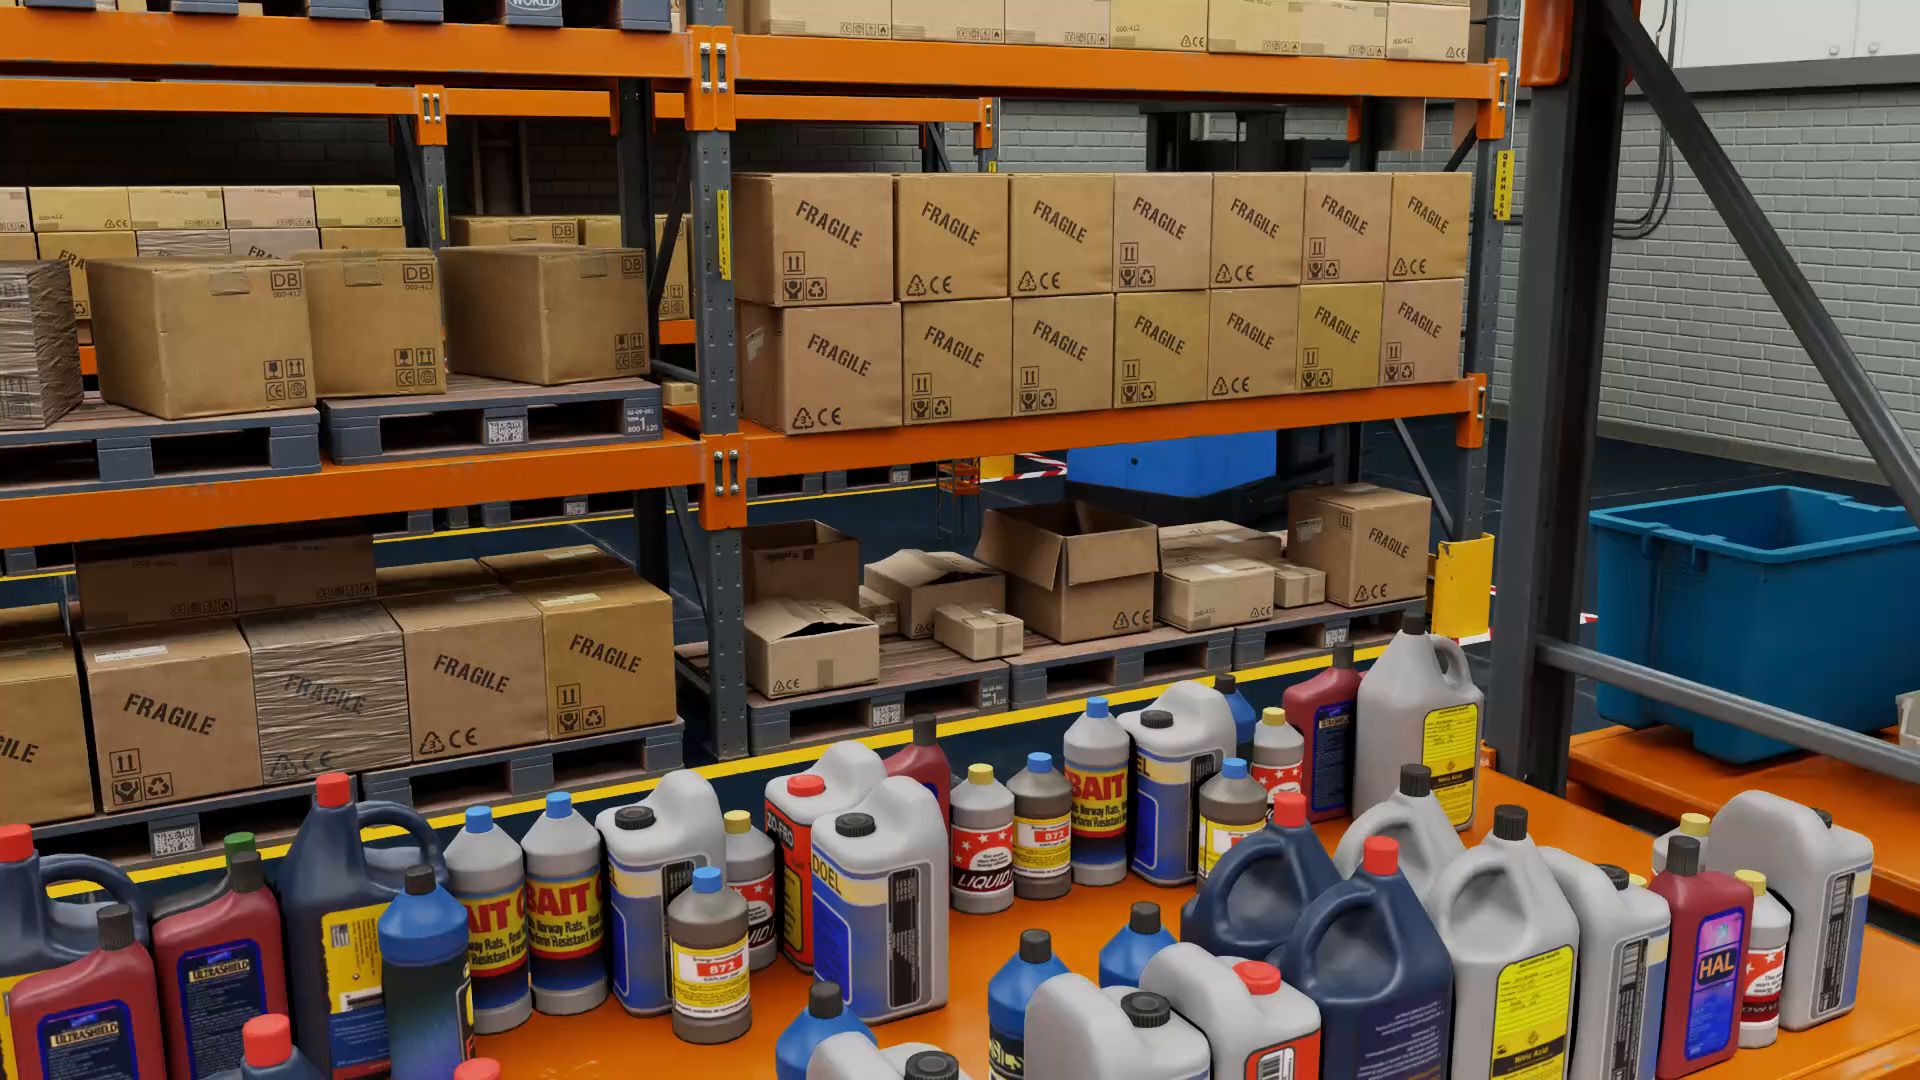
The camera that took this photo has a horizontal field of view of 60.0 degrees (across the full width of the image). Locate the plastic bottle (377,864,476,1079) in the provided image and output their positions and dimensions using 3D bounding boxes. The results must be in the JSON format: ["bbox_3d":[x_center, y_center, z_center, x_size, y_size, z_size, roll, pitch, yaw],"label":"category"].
[{"bbox_3d":[-0.597,0.496,1.865,0.097,0.271,0.097,0,13,0],"label":"plastic bottle"}]

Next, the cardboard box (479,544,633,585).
[{"bbox_3d":[-1.686,0.335,6.979,0.500,0.500,0.500,-8,15,-30],"label":"cardboard box"}]

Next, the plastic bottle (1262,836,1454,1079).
[{"bbox_3d":[0.413,0.485,1.736,0.185,0.351,0.144,-7,14,-28],"label":"plastic bottle"}]

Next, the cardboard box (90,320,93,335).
[{"bbox_3d":[-5.267,-1.358,10.336,0.250,0.149,0.380,-7,14,-29],"label":"cardboard box"}]

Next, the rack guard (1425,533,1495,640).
[{"bbox_3d":[2.299,0.133,8.879,0.348,0.500,1.175,-7,14,-28],"label":"rack guard"}]

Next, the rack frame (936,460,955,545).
[{"bbox_3d":[-0.093,-0.574,10.428,0.006,1.200,0.240,-7,14,-28],"label":"rack frame"}]

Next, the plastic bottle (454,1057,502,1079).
[{"bbox_3d":[-0.392,0.581,1.308,0.185,0.351,0.144,-7,14,-28],"label":"plastic bottle"}]

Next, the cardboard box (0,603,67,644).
[{"bbox_3d":[-3.493,0.554,6.007,0.500,0.500,0.500,-7,15,-30],"label":"cardboard box"}]

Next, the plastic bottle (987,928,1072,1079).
[{"bbox_3d":[0.076,0.531,1.709,0.097,0.271,0.097,0,13,0],"label":"plastic bottle"}]

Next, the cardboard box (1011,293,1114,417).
[{"bbox_3d":[0.321,-0.830,7.239,0.500,0.500,0.500,-7,14,-28],"label":"cardboard box"}]

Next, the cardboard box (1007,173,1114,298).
[{"bbox_3d":[0.307,-1.314,7.111,0.500,0.500,0.500,-7,15,-30],"label":"cardboard box"}]

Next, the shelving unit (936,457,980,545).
[{"bbox_3d":[-0.013,-0.584,10.471,0.189,1.200,0.258,-7,14,-28],"label":"shelving unit"}]

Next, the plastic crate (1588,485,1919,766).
[{"bbox_3d":[1.471,0.145,3.033,0.575,0.384,0.392,-7,14,-28],"label":"plastic crate"}]

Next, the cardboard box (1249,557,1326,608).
[{"bbox_3d":[1.608,0.203,8.326,0.250,0.166,0.380,-7,14,-28],"label":"cardboard box"}]

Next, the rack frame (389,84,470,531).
[{"bbox_3d":[-3.522,-1.628,11.011,0.127,3.000,1.000,-7,14,-28],"label":"rack frame"}]

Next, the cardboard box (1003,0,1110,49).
[{"bbox_3d":[0.281,-2.172,6.936,0.500,0.250,0.500,-7,14,-28],"label":"cardboard box"}]

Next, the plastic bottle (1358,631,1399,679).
[{"bbox_3d":[0.699,0.295,2.734,0.133,0.283,0.061,-7,14,-28],"label":"plastic bottle"}]

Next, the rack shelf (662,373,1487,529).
[{"bbox_3d":[0.610,-0.533,7.785,4.000,0.370,1.077,-7,14,-28],"label":"rack shelf"}]

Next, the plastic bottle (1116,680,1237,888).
[{"bbox_3d":[0.315,0.356,2.480,0.135,0.276,0.152,-7,14,-28],"label":"plastic bottle"}]

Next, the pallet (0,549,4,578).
[{"bbox_3d":[-6.305,0.085,9.751,1.213,0.211,1.003,-7,14,-28],"label":"pallet"}]

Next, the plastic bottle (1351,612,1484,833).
[{"bbox_3d":[0.725,0.284,2.627,0.185,0.351,0.144,-7,14,-28],"label":"plastic bottle"}]

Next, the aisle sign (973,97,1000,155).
[{"bbox_3d":[0.196,-3.267,12.372,0.004,0.787,0.394,-7,14,-28],"label":"aisle sign"}]

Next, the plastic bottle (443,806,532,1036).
[{"bbox_3d":[-0.581,0.458,2.034,0.097,0.271,0.097,0,13,0],"label":"plastic bottle"}]

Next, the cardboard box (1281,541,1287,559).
[{"bbox_3d":[1.614,0.077,8.885,0.250,0.166,0.380,-7,14,-28],"label":"cardboard box"}]

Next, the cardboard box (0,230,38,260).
[{"bbox_3d":[-5.584,-1.518,9.571,0.500,0.500,0.500,-7,14,-28],"label":"cardboard box"}]

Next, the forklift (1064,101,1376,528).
[{"bbox_3d":[1.996,-1.713,11.544,1.130,2.935,3.031,10,16,37],"label":"forklift"}]

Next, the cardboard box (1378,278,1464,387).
[{"bbox_3d":[2.103,-1.044,8.187,0.500,0.500,0.500,-6,14,-26],"label":"cardboard box"}]

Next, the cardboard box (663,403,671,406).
[{"bbox_3d":[-2.374,-0.724,11.733,0.500,0.500,0.700,-7,14,-28],"label":"cardboard box"}]

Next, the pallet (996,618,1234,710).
[{"bbox_3d":[0.530,0.486,7.971,1.213,0.211,1.003,-7,14,-28],"label":"pallet"}]

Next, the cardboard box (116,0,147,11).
[{"bbox_3d":[-4.805,-3.212,9.989,0.500,0.500,0.700,-7,15,-29],"label":"cardboard box"}]

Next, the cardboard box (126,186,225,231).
[{"bbox_3d":[-4.710,-1.993,9.976,0.500,0.250,0.500,-7,14,-27],"label":"cardboard box"}]

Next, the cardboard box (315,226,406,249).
[{"bbox_3d":[-3.806,-1.734,10.533,0.500,0.500,0.500,-7,15,-29],"label":"cardboard box"}]

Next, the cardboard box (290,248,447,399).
[{"bbox_3d":[-2.241,-0.836,6.308,0.500,0.500,0.700,-4,13,-19],"label":"cardboard box"}]

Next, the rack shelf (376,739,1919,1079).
[{"bbox_3d":[-0.531,0.843,1.671,4.000,0.370,1.077,-7,14,-28],"label":"rack shelf"}]

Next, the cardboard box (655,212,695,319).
[{"bbox_3d":[-1.761,-1.982,11.903,0.700,0.700,0.980,-8,15,-31],"label":"cardboard box"}]

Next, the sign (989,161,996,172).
[{"bbox_3d":[0.237,-2.623,12.256,0.005,0.325,0.100,-7,14,-28],"label":"sign"}]

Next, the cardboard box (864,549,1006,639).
[{"bbox_3d":[-0.123,0.230,7.877,0.500,0.311,0.500,-7,14,-28],"label":"cardboard box"}]

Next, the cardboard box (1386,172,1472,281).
[{"bbox_3d":[2.107,-1.531,8.076,0.500,0.500,0.500,-7,14,-28],"label":"cardboard box"}]

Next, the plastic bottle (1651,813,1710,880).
[{"bbox_3d":[0.958,0.460,2.186,0.097,0.201,0.097,0,13,0],"label":"plastic bottle"}]

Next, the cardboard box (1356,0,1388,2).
[{"bbox_3d":[1.598,-2.573,7.580,0.500,0.250,0.500,-7,14,-28],"label":"cardboard box"}]

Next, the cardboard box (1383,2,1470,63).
[{"bbox_3d":[2.041,-2.380,7.862,0.500,0.250,0.500,-7,14,-28],"label":"cardboard box"}]

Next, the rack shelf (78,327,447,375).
[{"bbox_3d":[-5.277,-1.067,10.155,4.000,0.370,1.077,-7,14,-28],"label":"rack shelf"}]

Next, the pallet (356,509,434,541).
[{"bbox_3d":[-4.163,-0.172,10.892,1.213,0.211,1.003,-7,14,-28],"label":"pallet"}]

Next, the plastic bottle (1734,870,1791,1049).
[{"bbox_3d":[0.945,0.499,2.010,0.097,0.201,0.097,0,13,0],"label":"plastic bottle"}]

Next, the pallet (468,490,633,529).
[{"bbox_3d":[-2.817,-0.332,11.606,1.213,0.211,1.003,-7,14,-28],"label":"pallet"}]

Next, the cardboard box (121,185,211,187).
[{"bbox_3d":[-4.944,-2.089,10.402,0.500,0.250,0.500,-7,15,-30],"label":"cardboard box"}]

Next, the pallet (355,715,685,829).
[{"bbox_3d":[-1.841,0.780,6.664,1.213,0.211,1.003,-7,14,-28],"label":"pallet"}]

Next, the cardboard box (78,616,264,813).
[{"bbox_3d":[-2.765,0.595,5.823,0.500,0.500,0.500,-7,15,-30],"label":"cardboard box"}]
